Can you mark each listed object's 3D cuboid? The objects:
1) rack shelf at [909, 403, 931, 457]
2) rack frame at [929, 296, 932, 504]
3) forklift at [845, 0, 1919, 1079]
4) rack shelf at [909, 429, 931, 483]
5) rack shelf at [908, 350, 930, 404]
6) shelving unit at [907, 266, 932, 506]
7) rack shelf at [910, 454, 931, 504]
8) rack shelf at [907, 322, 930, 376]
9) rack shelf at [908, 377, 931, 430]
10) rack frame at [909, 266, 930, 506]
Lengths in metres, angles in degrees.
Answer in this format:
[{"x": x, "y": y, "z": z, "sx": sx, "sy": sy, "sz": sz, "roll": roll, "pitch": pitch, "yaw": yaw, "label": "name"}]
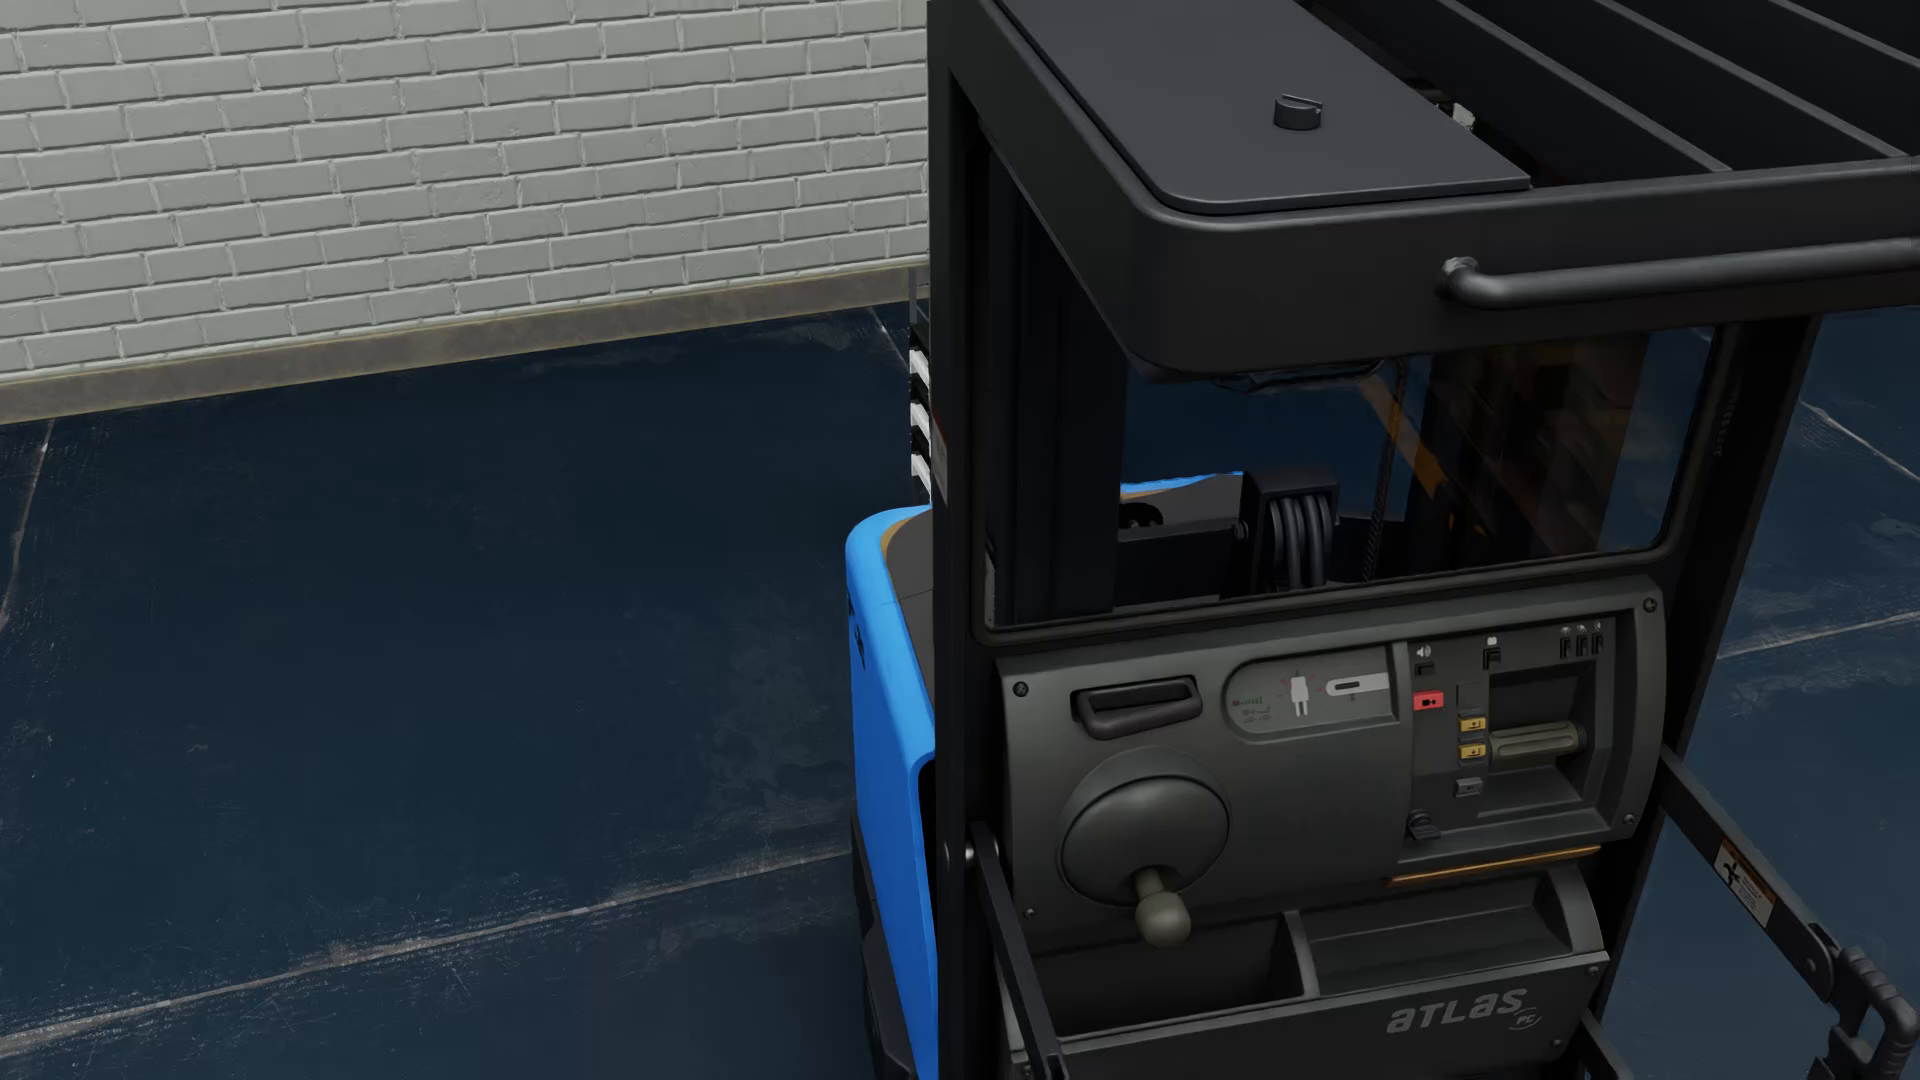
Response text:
[{"x": -0.002, "y": -0.352, "z": 5.027, "sx": 0.258, "sy": 0.077, "sz": 0.200, "roll": -10, "pitch": 35, "yaw": -15, "label": "rack shelf"}, {"x": 0.029, "y": -0.326, "z": 4.928, "sx": 0.240, "sy": 0.900, "sz": 0.006, "roll": -10, "pitch": 35, "yaw": -15, "label": "rack frame"}, {"x": 0.559, "y": 0.354, "z": 2.055, "sx": 1.130, "sy": 2.935, "sz": 3.031, "roll": -7, "pitch": 34, "yaw": -10, "label": "forklift"}, {"x": -0.002, "y": -0.277, "z": 5.076, "sx": 0.258, "sy": 0.077, "sz": 0.200, "roll": -10, "pitch": 35, "yaw": -15, "label": "rack shelf"}, {"x": -0.002, "y": -0.502, "z": 4.928, "sx": 0.258, "sy": 0.077, "sz": 0.200, "roll": -10, "pitch": 35, "yaw": -15, "label": "rack shelf"}, {"x": -0.002, "y": -0.380, "z": 5.008, "sx": 0.258, "sy": 0.900, "sz": 0.210, "roll": -10, "pitch": 35, "yaw": -15, "label": "shelving unit"}, {"x": -0.002, "y": -0.202, "z": 5.126, "sx": 0.258, "sy": 0.077, "sz": 0.200, "roll": -10, "pitch": 35, "yaw": -15, "label": "rack shelf"}, {"x": -0.002, "y": -0.577, "z": 4.878, "sx": 0.258, "sy": 0.077, "sz": 0.200, "roll": -10, "pitch": 35, "yaw": -15, "label": "rack shelf"}, {"x": -0.002, "y": -0.427, "z": 4.977, "sx": 0.258, "sy": 0.077, "sz": 0.200, "roll": -10, "pitch": 35, "yaw": -15, "label": "rack shelf"}, {"x": -0.033, "y": -0.433, "z": 5.089, "sx": 0.240, "sy": 0.900, "sz": 0.006, "roll": -10, "pitch": 35, "yaw": -15, "label": "rack frame"}]
